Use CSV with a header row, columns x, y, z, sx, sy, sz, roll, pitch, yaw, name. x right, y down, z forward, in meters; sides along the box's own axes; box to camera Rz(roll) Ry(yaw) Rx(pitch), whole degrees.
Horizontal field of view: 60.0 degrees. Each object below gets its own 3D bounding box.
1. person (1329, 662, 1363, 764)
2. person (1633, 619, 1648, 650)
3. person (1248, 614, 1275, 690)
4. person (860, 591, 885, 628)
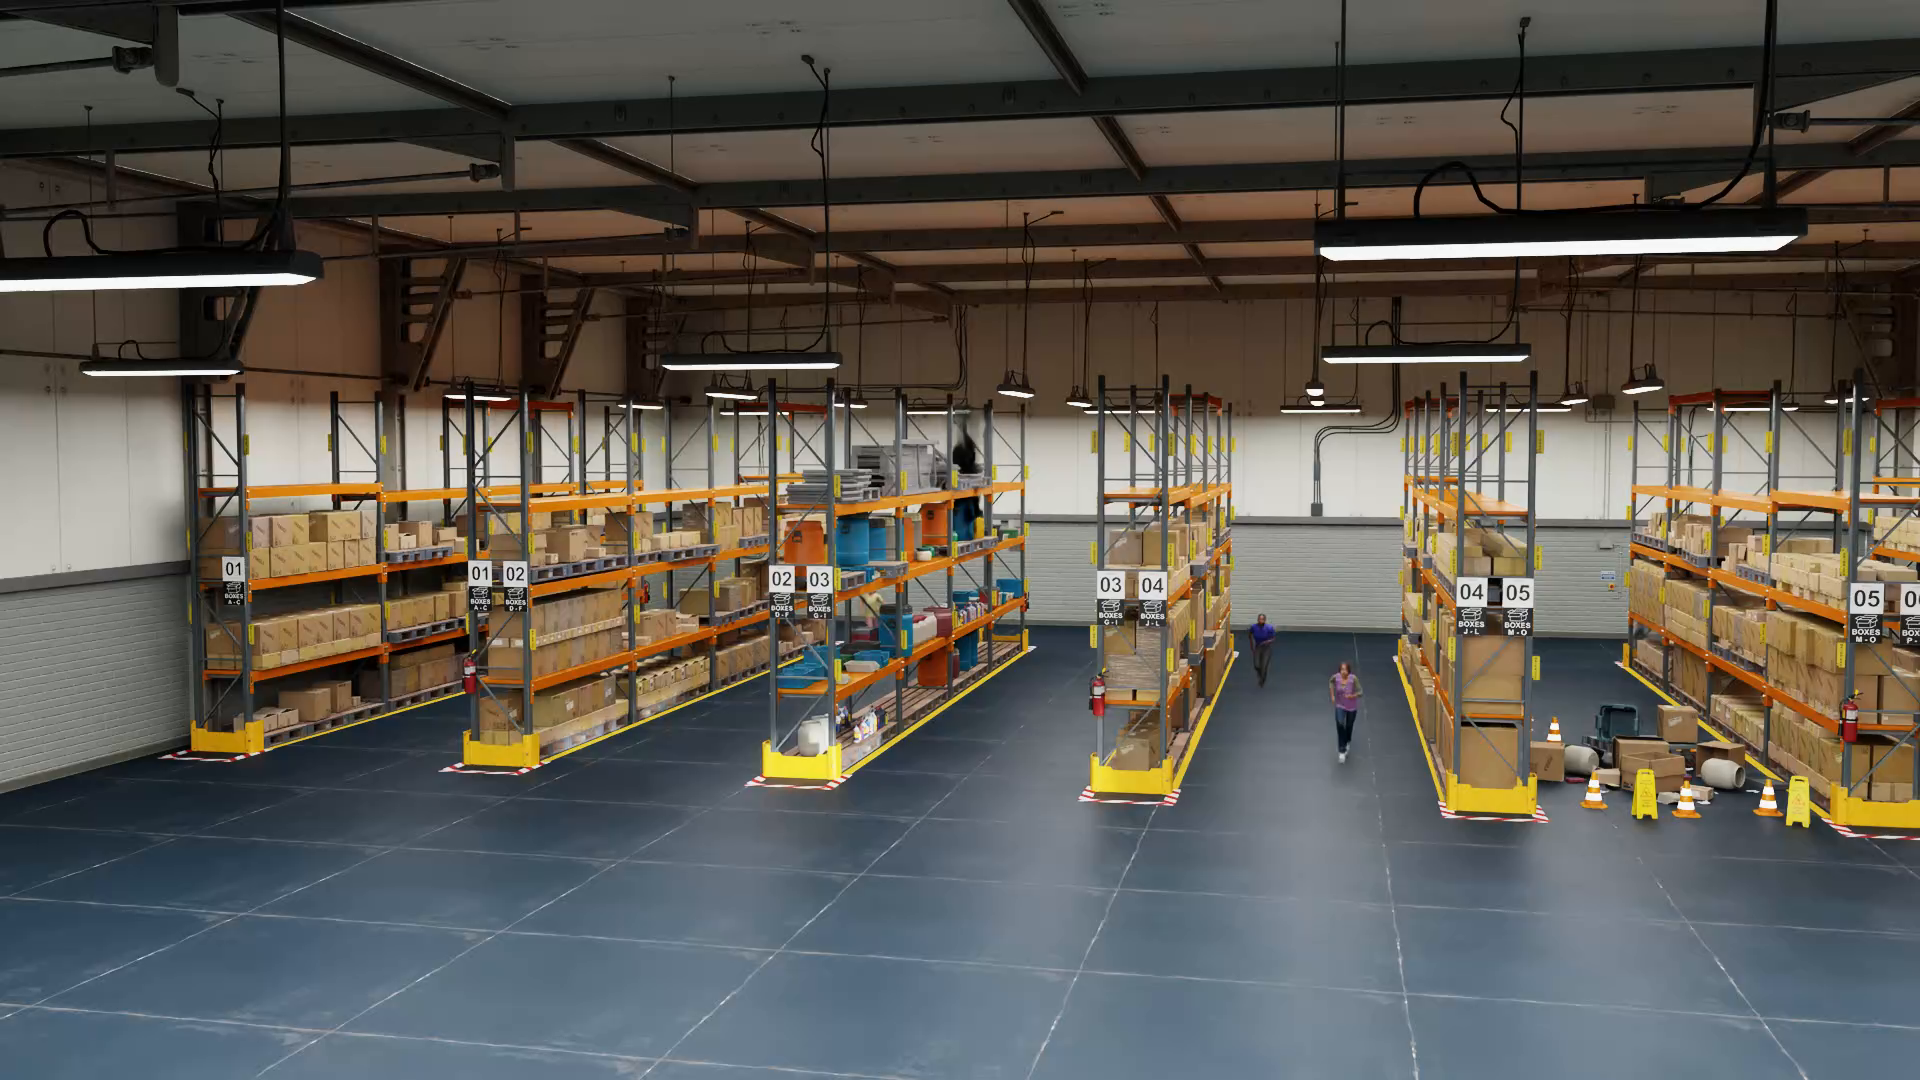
x,y,z,sx,sy,sz,roll,pitch,yaw,name
6.148,2.707,26.484,0.538,1.596,0.920,1,3,14,person
15.868,2.010,38.700,0.777,1.577,0.578,2,4,25,person
6.160,2.284,33.995,0.562,1.582,0.679,1,3,15,person
-2.121,1.882,40.206,0.613,1.689,0.829,0,3,0,person
